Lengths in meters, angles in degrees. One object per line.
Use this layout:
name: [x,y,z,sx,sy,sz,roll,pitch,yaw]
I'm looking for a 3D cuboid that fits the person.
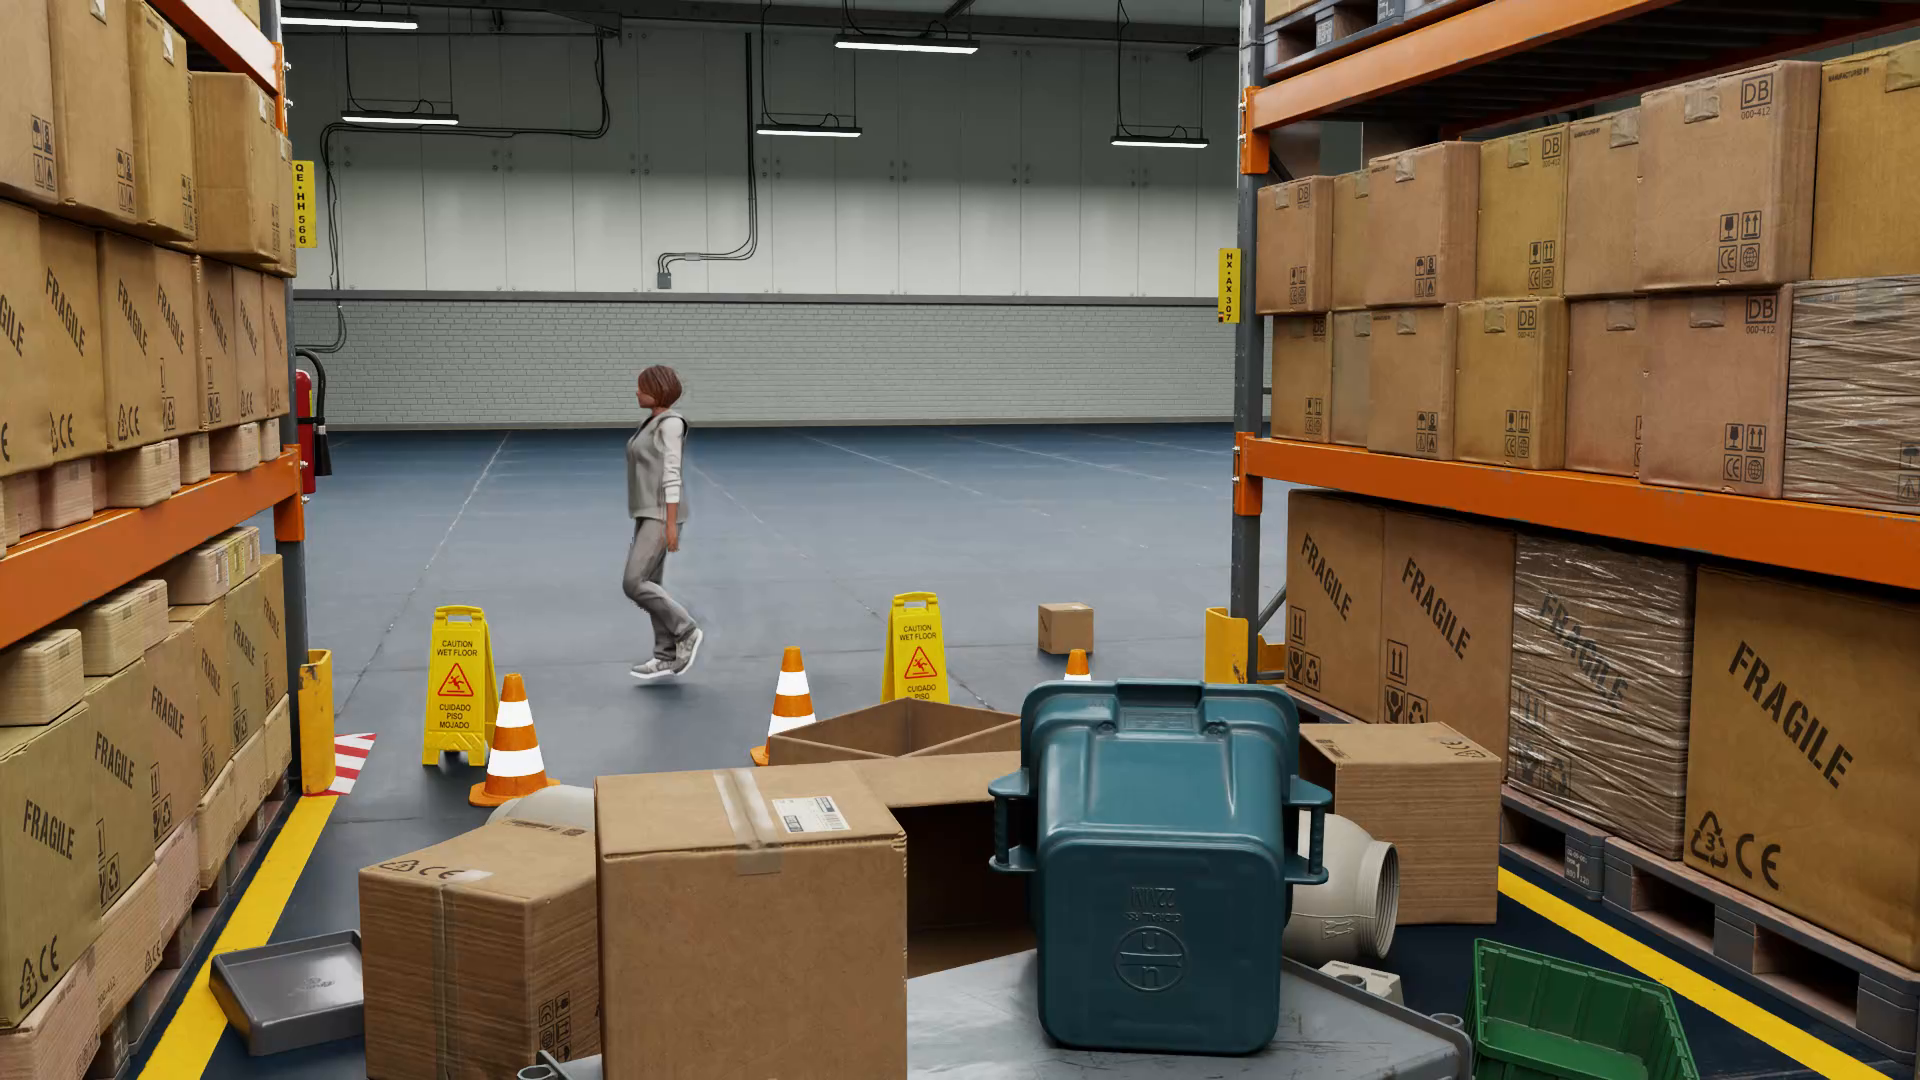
person: [-1.533,-0.088,8.405,0.420,1.596,0.442,-3,7,-26]
